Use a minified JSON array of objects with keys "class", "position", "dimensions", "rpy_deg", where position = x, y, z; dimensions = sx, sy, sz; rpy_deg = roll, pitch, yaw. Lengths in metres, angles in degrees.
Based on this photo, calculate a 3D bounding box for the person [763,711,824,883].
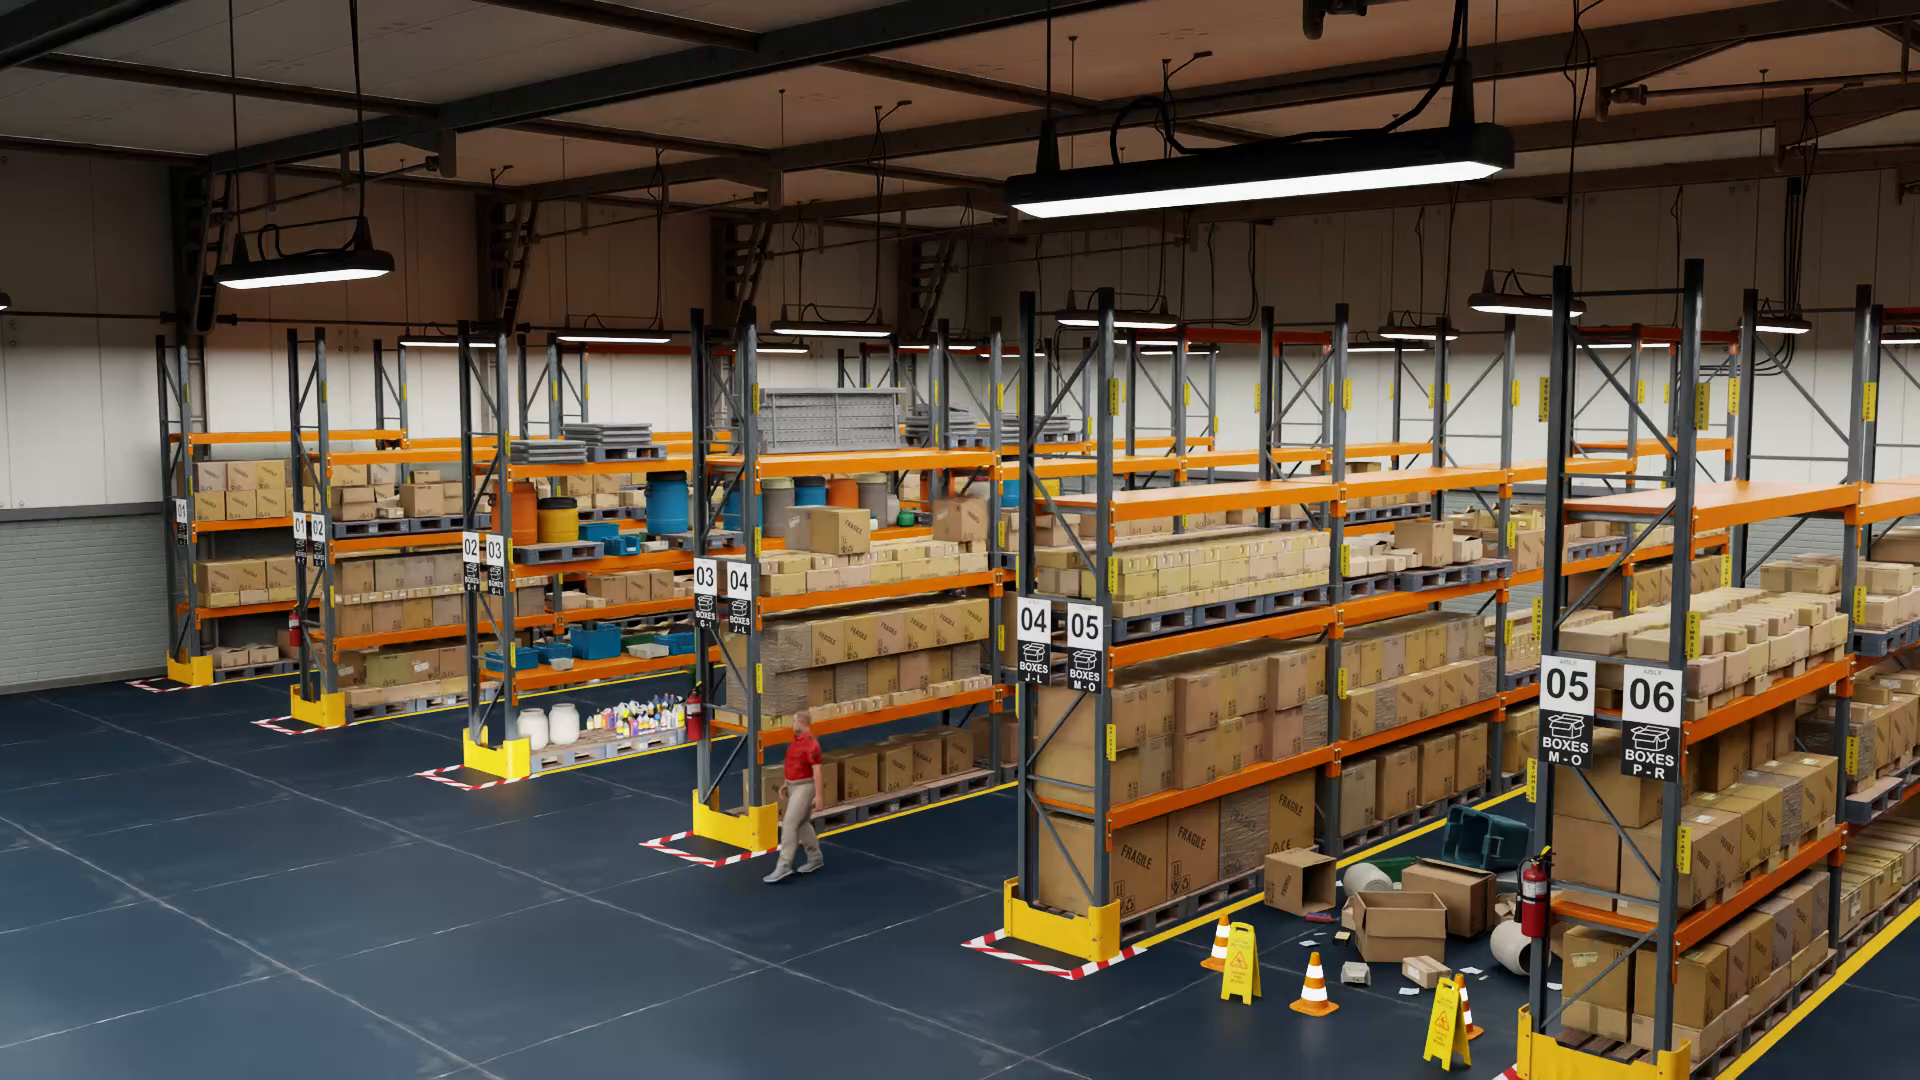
[{"class":"person","position":[-1.777,2.668,17.497],"dimensions":[0.732,1.726,0.651],"rpy_deg":[-2,6,-20]}]

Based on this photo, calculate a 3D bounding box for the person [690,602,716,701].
[{"class":"person","position":[-4.120,1.822,26.423],"dimensions":[0.478,1.860,0.635],"rpy_deg":[-2,6,-18]}]
